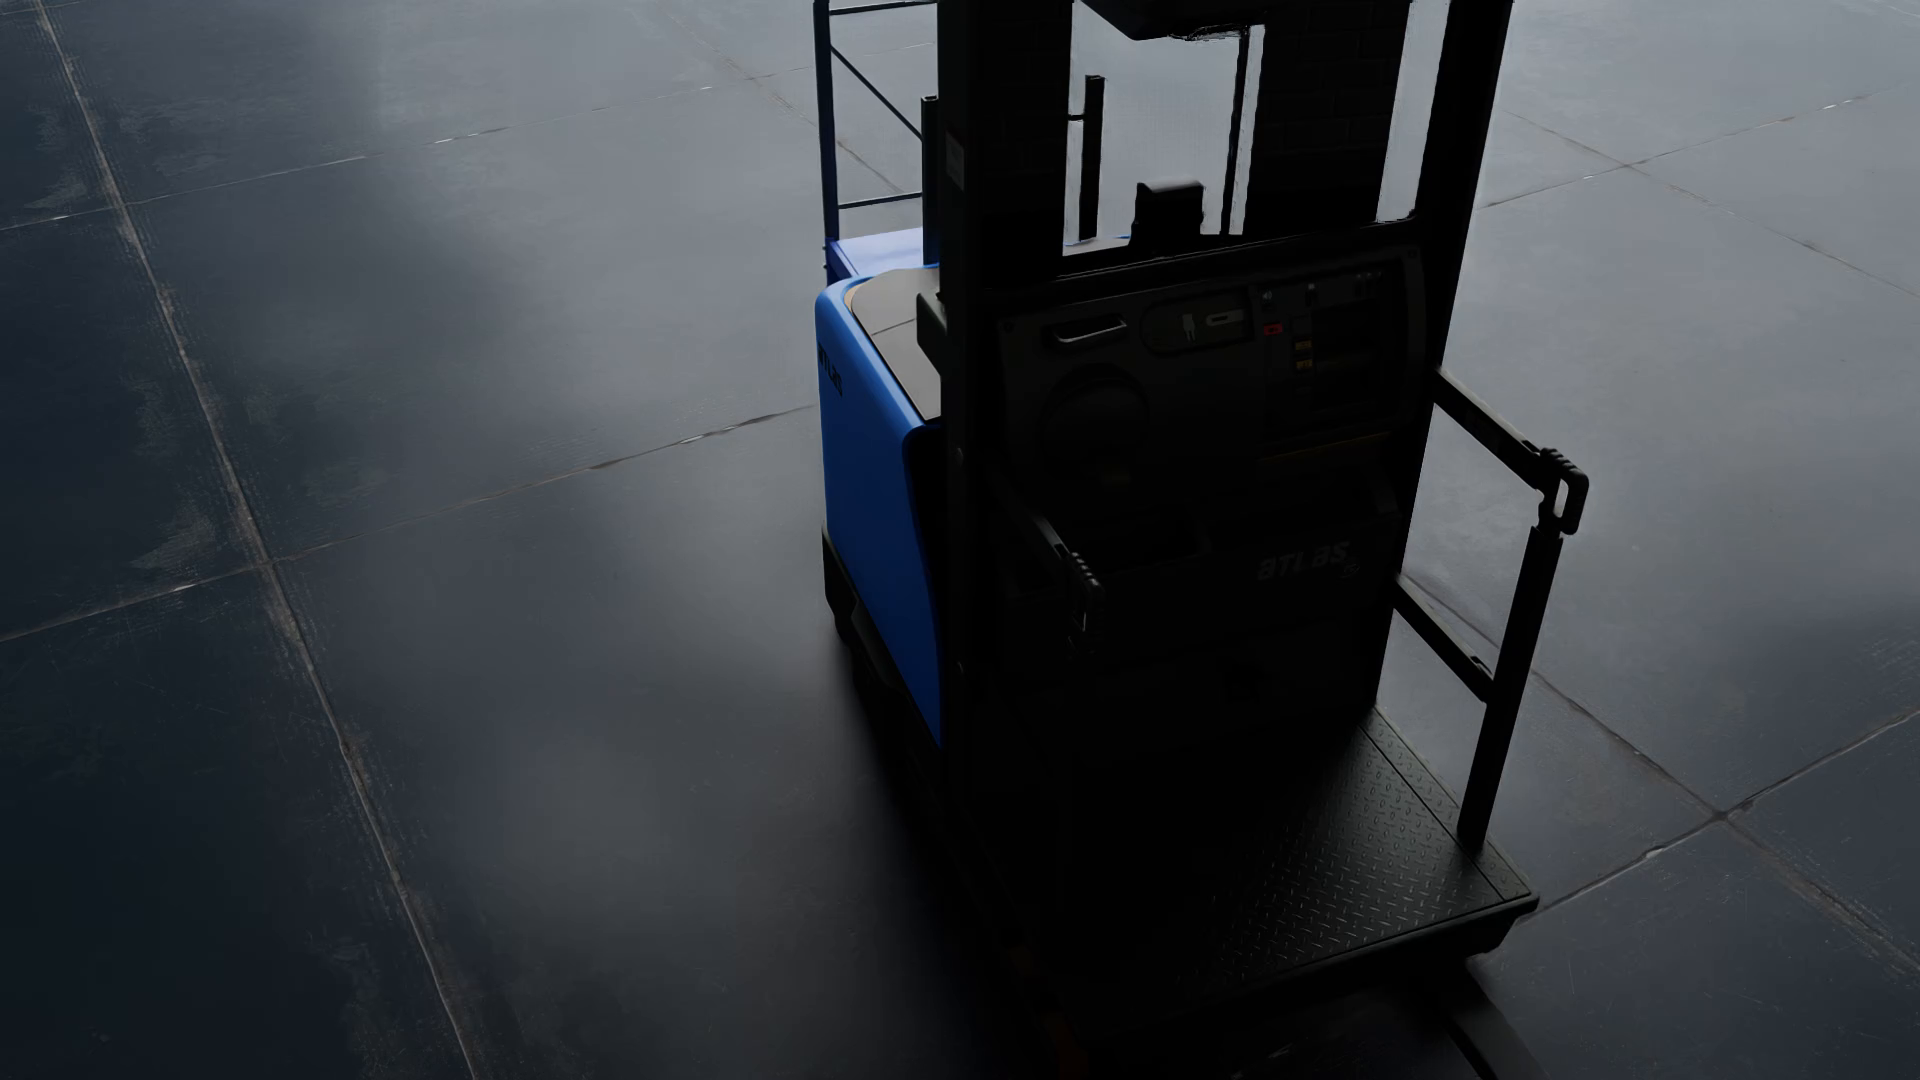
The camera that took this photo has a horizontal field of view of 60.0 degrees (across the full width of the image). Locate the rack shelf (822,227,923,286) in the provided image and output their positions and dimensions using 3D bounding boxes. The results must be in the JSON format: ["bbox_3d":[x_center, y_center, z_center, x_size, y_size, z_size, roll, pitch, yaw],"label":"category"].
[{"bbox_3d":[-0.036,-0.708,5.253,0.538,0.185,1.000,-12,38,-16],"label":"rack shelf"}]

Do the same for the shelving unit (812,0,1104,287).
[{"bbox_3d":[-0.036,-0.854,5.147,0.538,1.500,1.048,-12,38,-16],"label":"shelving unit"}]

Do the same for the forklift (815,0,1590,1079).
[{"bbox_3d":[0.588,-0.276,3.143,1.130,2.935,3.031,-12,38,-16],"label":"forklift"}]

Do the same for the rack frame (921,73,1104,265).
[{"bbox_3d":[0.139,-0.572,4.762,0.500,1.500,0.032,-12,38,-16],"label":"rack frame"}]

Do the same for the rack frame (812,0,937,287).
[{"bbox_3d":[-0.210,-1.135,5.533,0.500,1.500,0.032,-12,38,-16],"label":"rack frame"}]
